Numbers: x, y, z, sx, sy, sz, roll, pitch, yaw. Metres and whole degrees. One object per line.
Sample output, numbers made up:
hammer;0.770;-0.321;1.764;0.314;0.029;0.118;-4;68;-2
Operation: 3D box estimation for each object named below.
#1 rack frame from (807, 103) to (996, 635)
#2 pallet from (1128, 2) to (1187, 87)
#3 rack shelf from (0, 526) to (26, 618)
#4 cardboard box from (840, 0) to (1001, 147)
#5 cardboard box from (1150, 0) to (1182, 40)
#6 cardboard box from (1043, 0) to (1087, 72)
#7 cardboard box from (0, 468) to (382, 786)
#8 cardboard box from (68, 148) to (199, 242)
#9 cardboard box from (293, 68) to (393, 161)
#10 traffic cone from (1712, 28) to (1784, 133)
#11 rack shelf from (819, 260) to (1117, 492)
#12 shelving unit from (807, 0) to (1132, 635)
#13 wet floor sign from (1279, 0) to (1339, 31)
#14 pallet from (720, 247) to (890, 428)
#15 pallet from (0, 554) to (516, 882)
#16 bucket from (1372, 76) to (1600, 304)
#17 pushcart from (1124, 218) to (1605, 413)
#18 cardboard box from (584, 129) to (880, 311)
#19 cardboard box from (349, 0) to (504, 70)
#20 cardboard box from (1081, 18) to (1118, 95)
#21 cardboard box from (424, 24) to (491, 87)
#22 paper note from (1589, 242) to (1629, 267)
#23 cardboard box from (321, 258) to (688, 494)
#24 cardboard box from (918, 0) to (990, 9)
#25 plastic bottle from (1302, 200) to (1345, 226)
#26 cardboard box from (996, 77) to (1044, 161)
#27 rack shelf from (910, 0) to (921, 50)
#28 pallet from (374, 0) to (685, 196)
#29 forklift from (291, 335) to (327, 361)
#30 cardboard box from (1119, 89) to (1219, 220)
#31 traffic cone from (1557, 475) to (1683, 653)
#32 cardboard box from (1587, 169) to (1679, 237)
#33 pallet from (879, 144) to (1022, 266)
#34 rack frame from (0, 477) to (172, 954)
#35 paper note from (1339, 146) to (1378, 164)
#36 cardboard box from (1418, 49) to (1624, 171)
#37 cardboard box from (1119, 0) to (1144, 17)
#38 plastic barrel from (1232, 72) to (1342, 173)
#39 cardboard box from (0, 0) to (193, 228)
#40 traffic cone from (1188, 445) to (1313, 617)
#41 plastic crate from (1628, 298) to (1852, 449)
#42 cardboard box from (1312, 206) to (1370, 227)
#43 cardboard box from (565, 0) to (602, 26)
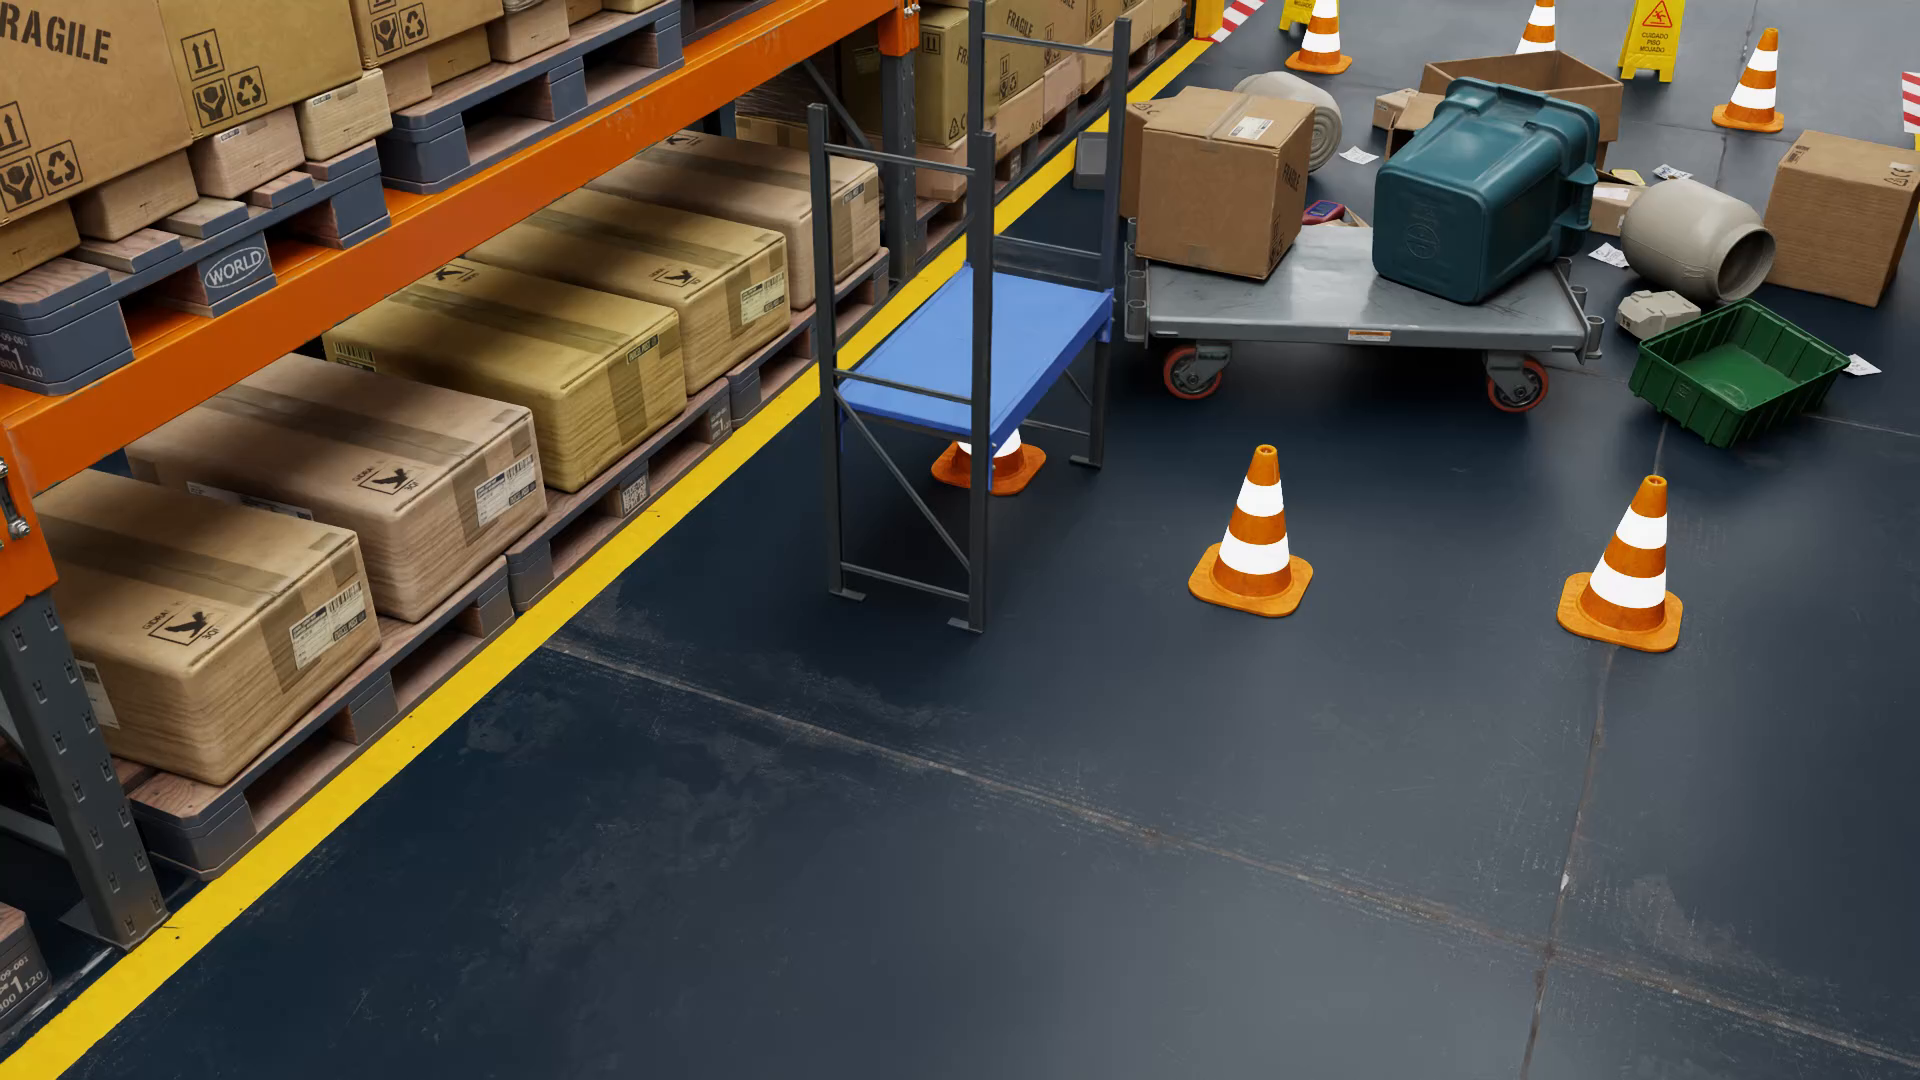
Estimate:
rack frame;-0.153;-0.412;4.504;0.500;1.500;0.032;14;36;19
pallet;0.615;-2.836;9.383;1.003;0.211;1.213;14;36;20
rack shelf;-3.165;0.844;1.883;1.077;0.370;4.000;14;36;20
cardboard box;-0.163;-2.016;7.030;0.500;0.500;0.500;16;36;23
cardboard box;0.915;-2.986;9.193;0.500;0.250;0.500;14;36;20
cardboard box;0.269;-2.543;7.834;0.500;0.500;0.500;16;37;23
cardboard box;-2.083;0.192;4.236;0.950;0.372;0.625;12;35;17
cardboard box;-1.875;-0.775;3.543;0.380;0.149;0.250;12;35;18
cardboard box;-1.584;-1.033;3.937;0.380;0.149;0.250;14;36;21
traffic cone;4.045;-2.352;8.415;0.336;0.463;0.334;14;36;20
rack shelf;0.049;-0.522;4.992;0.538;0.185;1.000;14;36;19
shelving unit;0.051;-0.671;4.891;0.538;1.500;1.048;14;36;19
wet floor sign;2.070;-3.301;9.696;0.267;0.644;0.232;29;43;36
pallet;-0.979;-0.890;6.416;1.003;0.211;1.213;14;36;20
pallet;-2.000;0.325;4.562;1.003;0.211;1.213;14;36;20
bucket;1.846;-1.223;5.978;0.726;0.611;0.620;29;53;36
pushcart;1.437;-0.850;6.202;1.648;0.377;0.936;3;33;4
cardboard box;-0.872;-1.260;6.449;0.950;0.372;0.625;15;36;21
cardboard box;-1.502;-1.493;4.045;0.500;0.500;0.500;15;36;21
cardboard box;0.487;-2.480;8.422;0.500;0.250;0.500;13;35;19
cardboard box;-1.472;-1.321;4.375;0.380;0.149;0.250;16;36;22
paper note;2.790;-1.211;7.076;0.172;0.023;0.155;29;43;36
cardboard box;-1.459;-0.554;5.373;0.950;0.372;0.625;15;36;22
cardboard box;-0.056;-2.336;6.926;0.380;0.149;0.250;15;36;21
plastic bottle;1.589;-1.428;7.373;0.133;0.061;0.283;21;39;28
cardboard box;0.050;-1.971;7.645;0.500;0.250;0.500;16;37;23
rack shelf;0.182;-3.140;7.959;1.077;0.370;4.000;14;36;20
pallet;-1.537;-1.368;4.775;1.003;0.211;1.213;14;36;20
forklift;-3.252;-2.475;6.352;1.130;2.935;3.031;-18;37;-25
cardboard box;1.029;-1.622;7.265;0.500;0.500;0.500;-15;36;-21
traffic cone;1.951;0.023;4.793;0.336;0.463;0.334;14;36;20
cardboard box;2.930;-1.495;7.287;0.396;0.266;0.258;21;39;28
pallet;-0.406;-1.621;7.530;1.003;0.211;1.213;14;36;20
rack frame;-2.328;-0.453;3.205;1.000;3.000;0.127;14;36;20
paper note;1.940;-1.874;8.091;0.148;0.019;0.142;29;43;36
cardboard box;2.583;-1.937;7.746;0.797;0.503;0.637;-9;34;-13
cardboard box;0.705;-3.057;8.617;0.500;0.500;0.500;16;36;22
plastic barrel;1.530;-1.983;7.889;0.421;0.421;0.512;-15;36;-21
cardboard box;-1.930;-0.965;3.241;0.500;0.500;0.500;13;35;19
traffic cone;0.885;-0.071;4.937;0.336;0.463;0.334;14;36;20
plastic crate;2.766;-0.595;5.933;0.662;0.188;0.450;-21;49;-29
cardboard box;1.635;-1.215;6.860;0.258;0.266;0.396;-9;34;-13
cardboard box;-1.263;-1.583;4.775;0.380;0.149;0.250;13;35;19
